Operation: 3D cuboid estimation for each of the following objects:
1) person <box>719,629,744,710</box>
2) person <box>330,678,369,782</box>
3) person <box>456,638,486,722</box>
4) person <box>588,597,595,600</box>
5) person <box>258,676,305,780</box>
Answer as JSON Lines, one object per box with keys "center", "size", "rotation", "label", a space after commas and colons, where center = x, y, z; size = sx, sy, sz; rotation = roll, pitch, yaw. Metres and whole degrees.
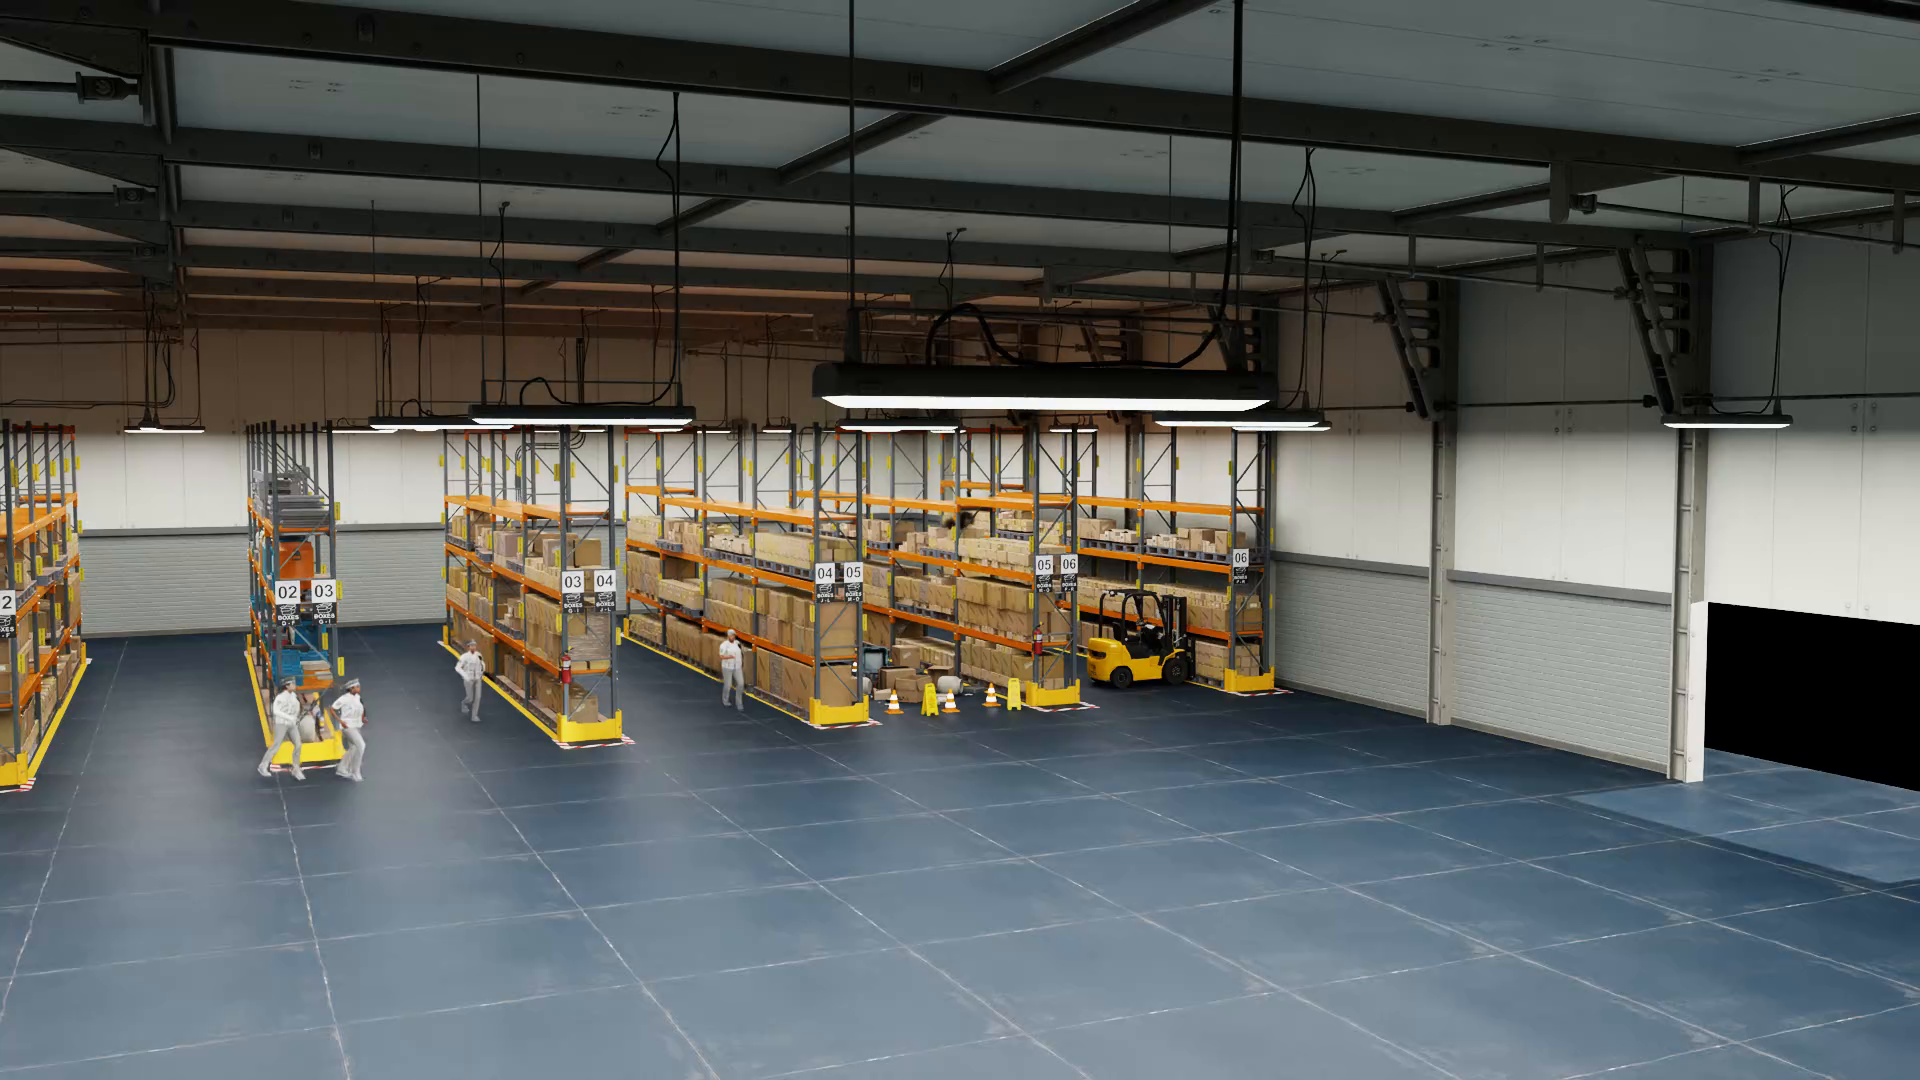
{"center": [-4.791, 2.726, 34.883], "size": [0.583, 1.725, 0.746], "rotation": [-2, 4, -27], "label": "person"}
{"center": [-10.135, 3.161, 27.715], "size": [0.672, 1.711, 0.585], "rotation": [1, 4, 14], "label": "person"}
{"center": [-9.803, 2.797, 33.418], "size": [0.631, 1.659, 0.729], "rotation": [-3, 5, -38], "label": "person"}
{"center": [-10.028, 2.107, 45.530], "size": [0.562, 1.555, 0.606], "rotation": [-1, 4, -12], "label": "person"}
{"center": [-11.274, 3.136, 27.881], "size": [0.811, 1.706, 0.678], "rotation": [1, 4, 18], "label": "person"}
